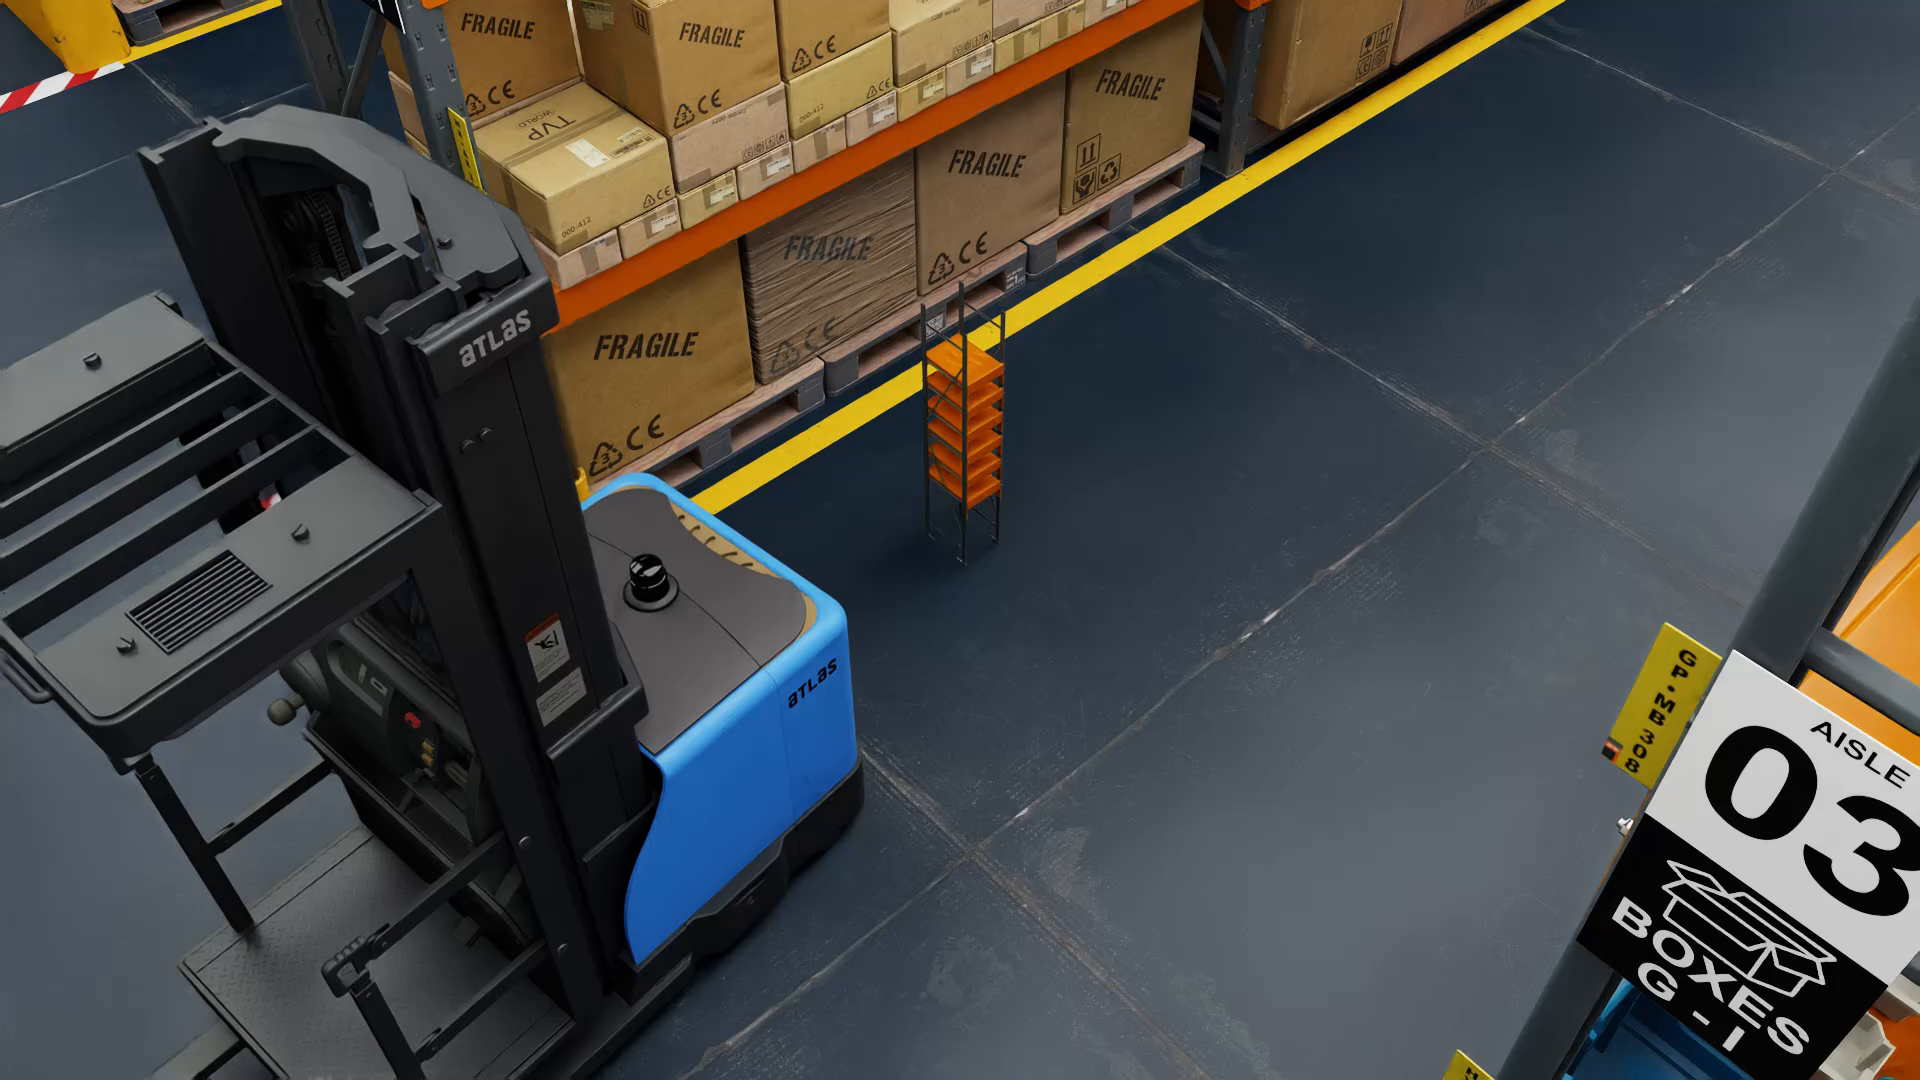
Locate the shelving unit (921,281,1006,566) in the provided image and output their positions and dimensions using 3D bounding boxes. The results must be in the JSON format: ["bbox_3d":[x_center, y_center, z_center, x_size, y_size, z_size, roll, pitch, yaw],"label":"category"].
[{"bbox_3d":[0.011,-0.414,6.316,0.189,1.200,0.258,-34,56,-27],"label":"shelving unit"}]

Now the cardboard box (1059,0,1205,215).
[{"bbox_3d":[0.522,-2.281,7.973,0.875,0.875,0.875,-34,56,-27],"label":"cardboard box"}]

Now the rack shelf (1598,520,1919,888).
[{"bbox_3d":[2.916,-0.233,3.372,4.000,0.370,1.077,-34,56,-27],"label":"rack shelf"}]

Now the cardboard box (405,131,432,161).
[{"bbox_3d":[-1.854,-1.434,6.203,0.250,0.149,0.380,-33,55,-27],"label":"cardboard box"}]

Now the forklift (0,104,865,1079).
[{"bbox_3d":[-1.679,0.533,4.264,1.130,2.935,3.031,33,55,26],"label":"forklift"}]

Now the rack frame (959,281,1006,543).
[{"bbox_3d":[0.078,-0.459,6.357,0.006,1.200,0.240,-34,56,-27],"label":"rack frame"}]

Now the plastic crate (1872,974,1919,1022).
[{"bbox_3d":[2.142,0.961,3.961,0.243,0.136,0.396,-34,56,-27],"label":"plastic crate"}]

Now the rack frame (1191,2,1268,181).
[{"bbox_3d":[1.064,-3.142,7.608,0.127,3.000,1.000,-34,56,-27],"label":"rack frame"}]

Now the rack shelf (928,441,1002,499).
[{"bbox_3d":[0.011,-0.303,6.436,0.180,0.103,0.258,-34,56,-27],"label":"rack shelf"}]

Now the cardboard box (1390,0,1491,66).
[{"bbox_3d":[2.184,-3.333,8.945,0.875,0.875,1.225,-36,57,-28],"label":"cardboard box"}]

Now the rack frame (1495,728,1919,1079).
[{"bbox_3d":[1.436,1.529,3.298,0.127,3.000,1.000,-34,56,-27],"label":"rack frame"}]

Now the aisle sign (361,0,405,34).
[{"bbox_3d":[-1.747,-1.847,4.644,0.004,0.787,0.394,-34,56,-27],"label":"aisle sign"}]

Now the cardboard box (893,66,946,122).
[{"bbox_3d":[-0.274,-1.836,6.574,0.250,0.149,0.380,-35,56,-28],"label":"cardboard box"}]

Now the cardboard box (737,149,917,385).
[{"bbox_3d":[-0.803,-1.396,7.157,0.875,0.875,0.875,-34,56,-27],"label":"cardboard box"}]

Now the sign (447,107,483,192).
[{"bbox_3d":[-1.527,-1.180,5.155,0.005,0.325,0.100,-34,56,-27],"label":"sign"}]

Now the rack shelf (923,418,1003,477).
[{"bbox_3d":[0.011,-0.384,6.348,0.180,0.103,0.258,-34,56,-27],"label":"rack shelf"}]

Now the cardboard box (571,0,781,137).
[{"bbox_3d":[-0.989,-1.806,5.765,0.500,0.500,0.500,-35,56,-28],"label":"cardboard box"}]

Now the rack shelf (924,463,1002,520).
[{"bbox_3d":[0.011,-0.221,6.525,0.180,0.103,0.258,-34,56,-27],"label":"rack shelf"}]

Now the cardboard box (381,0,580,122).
[{"bbox_3d":[-1.712,-1.852,5.807,0.500,0.500,0.500,-33,55,-27],"label":"cardboard box"}]

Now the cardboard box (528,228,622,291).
[{"bbox_3d":[-1.411,-1.075,5.872,0.250,0.149,0.380,-33,55,-27],"label":"cardboard box"}]

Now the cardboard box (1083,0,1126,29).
[{"bbox_3d":[0.488,-2.346,7.045,0.250,0.149,0.380,-33,55,-27],"label":"cardboard box"}]

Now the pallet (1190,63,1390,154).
[{"bbox_3d":[1.584,-2.619,9.023,1.213,0.211,1.003,-34,56,-27],"label":"pallet"}]

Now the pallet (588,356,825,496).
[{"bbox_3d":[-1.357,-0.656,7.212,1.213,0.211,1.003,-34,56,-27],"label":"pallet"}]

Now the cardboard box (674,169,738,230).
[{"bbox_3d":[-1.033,-1.329,6.107,0.250,0.149,0.380,-35,56,-28],"label":"cardboard box"}]

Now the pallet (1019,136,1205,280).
[{"bbox_3d":[0.449,-1.863,8.325,1.213,0.211,1.003,-34,56,-27],"label":"pallet"}]

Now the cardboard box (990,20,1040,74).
[{"bbox_3d":[0.108,-2.092,6.810,0.250,0.149,0.380,-35,56,-28],"label":"cardboard box"}]

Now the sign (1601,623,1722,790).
[{"bbox_3d":[1.054,0.256,2.503,0.005,0.325,0.100,-34,56,-27],"label":"sign"}]

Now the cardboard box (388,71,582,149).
[{"bbox_3d":[-1.716,-1.598,6.083,0.500,0.250,0.500,-35,56,-28],"label":"cardboard box"}]

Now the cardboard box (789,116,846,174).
[{"bbox_3d":[-0.652,-1.584,6.342,0.250,0.149,0.380,-35,56,-28],"label":"cardboard box"}]

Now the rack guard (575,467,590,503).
[{"bbox_3d":[-1.914,-0.305,6.691,0.348,0.500,1.175,-34,56,-27],"label":"rack guard"}]

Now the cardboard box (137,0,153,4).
[{"bbox_3d":[-4.555,-3.172,9.290,0.250,0.149,0.380,-33,55,-26],"label":"cardboard box"}]

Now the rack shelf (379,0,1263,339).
[{"bbox_3d":[-0.416,-1.909,6.960,4.000,0.370,1.077,-34,56,-27],"label":"rack shelf"}]

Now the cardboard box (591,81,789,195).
[{"bbox_3d":[-0.979,-1.565,6.053,0.500,0.250,0.500,-34,56,-28],"label":"cardboard box"}]

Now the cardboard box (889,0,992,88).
[{"bbox_3d":[-0.222,-2.072,6.521,0.500,0.250,0.500,-35,56,-28],"label":"cardboard box"}]
